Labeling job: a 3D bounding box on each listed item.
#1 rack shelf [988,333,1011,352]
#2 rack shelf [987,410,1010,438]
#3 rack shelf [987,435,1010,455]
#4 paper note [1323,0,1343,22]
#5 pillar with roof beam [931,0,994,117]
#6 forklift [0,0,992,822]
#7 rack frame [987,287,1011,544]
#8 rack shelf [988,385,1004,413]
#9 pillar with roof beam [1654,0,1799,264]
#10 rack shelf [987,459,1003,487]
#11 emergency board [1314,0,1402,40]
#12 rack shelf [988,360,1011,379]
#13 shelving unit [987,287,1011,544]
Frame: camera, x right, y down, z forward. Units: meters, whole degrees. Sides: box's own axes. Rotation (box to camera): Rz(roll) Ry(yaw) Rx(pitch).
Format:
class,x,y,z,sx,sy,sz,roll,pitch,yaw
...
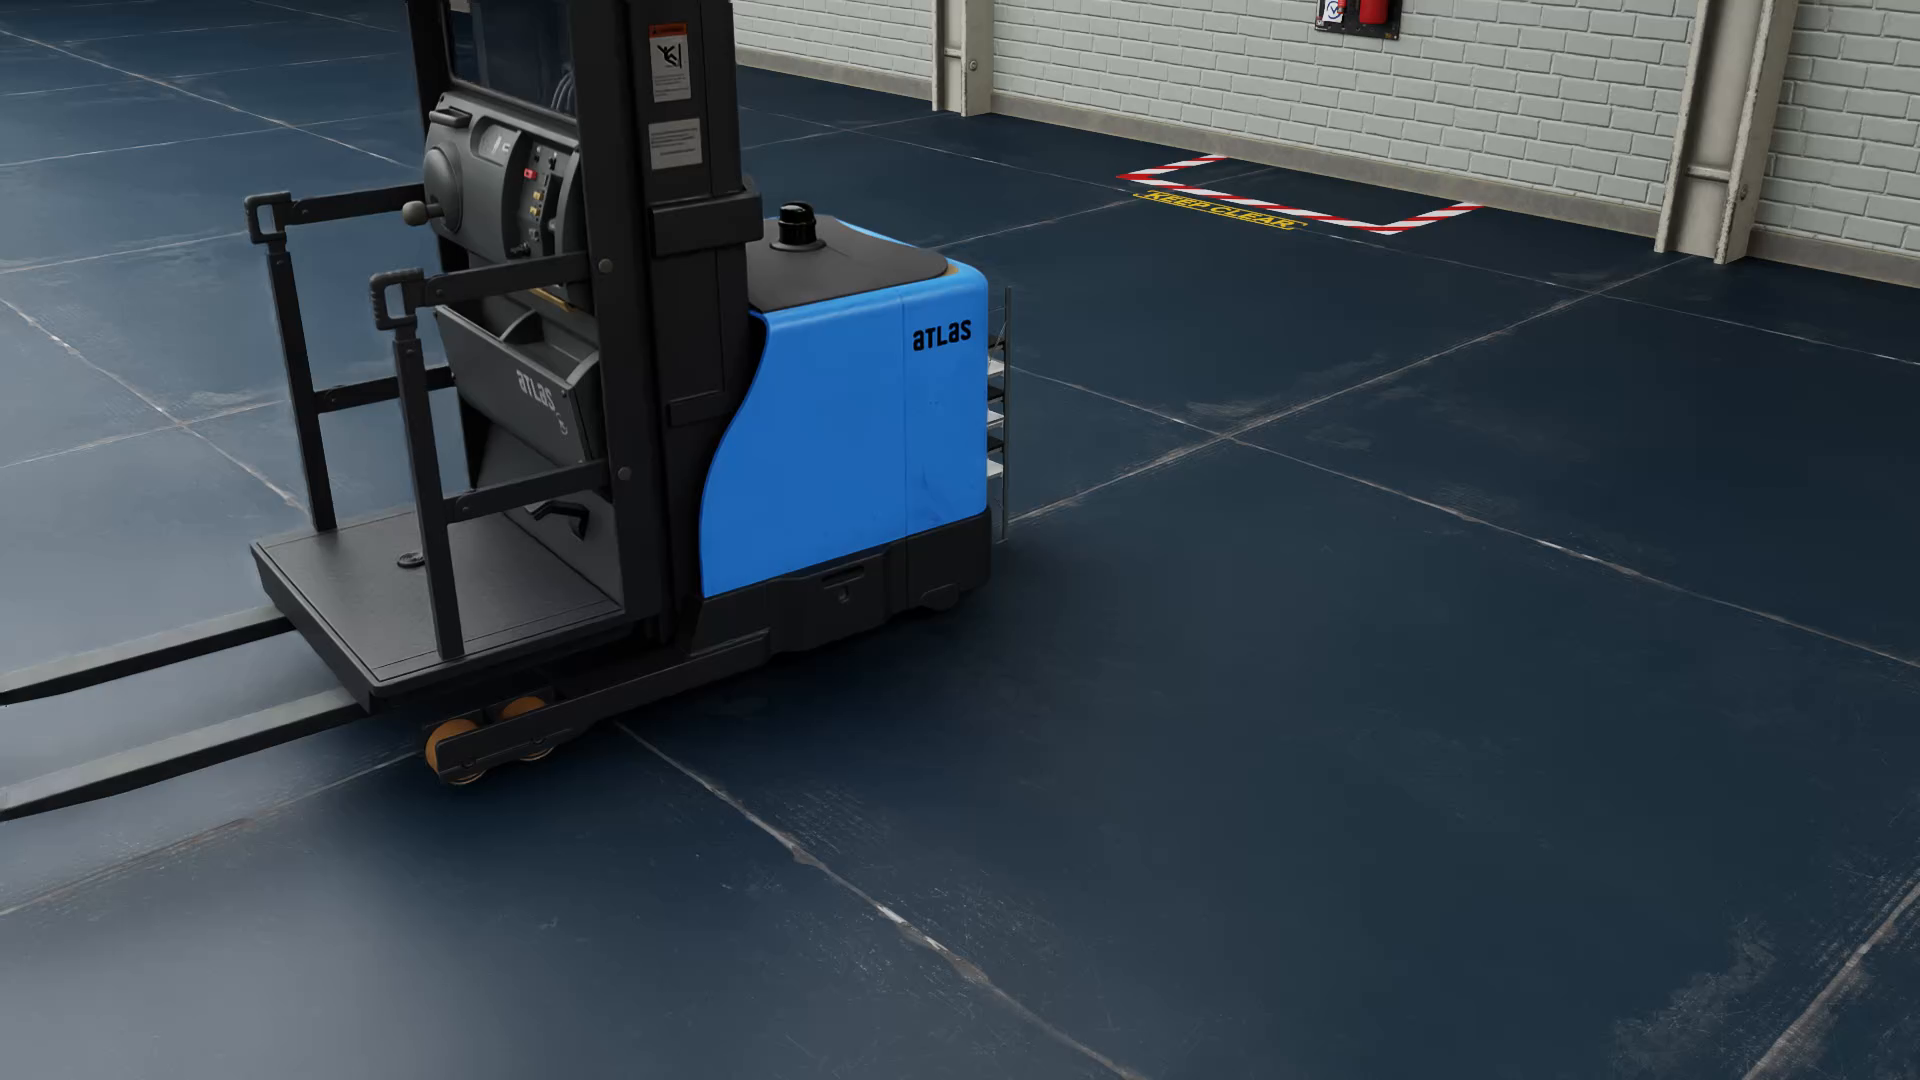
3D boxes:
class,x,y,z,sx,sy,sz,roll,pitch,yaw
rack shelf,0.006,-0.622,5.460,0.258,0.077,0.200,-21,32,-38
rack shelf,0.006,-0.377,5.572,0.258,0.077,0.200,-21,32,-38
rack shelf,0.006,-0.295,5.609,0.258,0.077,0.200,-21,32,-38
paper note,2.390,-3.396,10.641,0.016,0.148,0.142,-21,32,-38
pillar with roof beam,-3.122,-6.290,8.696,9.100,9.000,0.400,-21,32,-38
forklift,-1.383,-0.943,4.285,3.031,2.935,1.130,-17,30,-33
rack frame,0.075,-0.376,5.490,0.240,0.900,0.006,-21,32,-38
rack shelf,0.006,-0.459,5.535,0.258,0.077,0.200,-21,32,-38
pillar with roof beam,0.979,-4.472,4.711,9.100,9.000,0.400,-21,32,-38
rack shelf,0.006,-0.213,5.647,0.258,0.077,0.200,-21,32,-38
emergency board,2.461,-3.724,10.298,0.194,1.169,0.643,-21,32,-38
rack shelf,0.006,-0.541,5.497,0.258,0.077,0.200,-21,32,-38
shelving unit,0.006,-0.407,5.558,0.258,0.900,0.210,-21,32,-38
